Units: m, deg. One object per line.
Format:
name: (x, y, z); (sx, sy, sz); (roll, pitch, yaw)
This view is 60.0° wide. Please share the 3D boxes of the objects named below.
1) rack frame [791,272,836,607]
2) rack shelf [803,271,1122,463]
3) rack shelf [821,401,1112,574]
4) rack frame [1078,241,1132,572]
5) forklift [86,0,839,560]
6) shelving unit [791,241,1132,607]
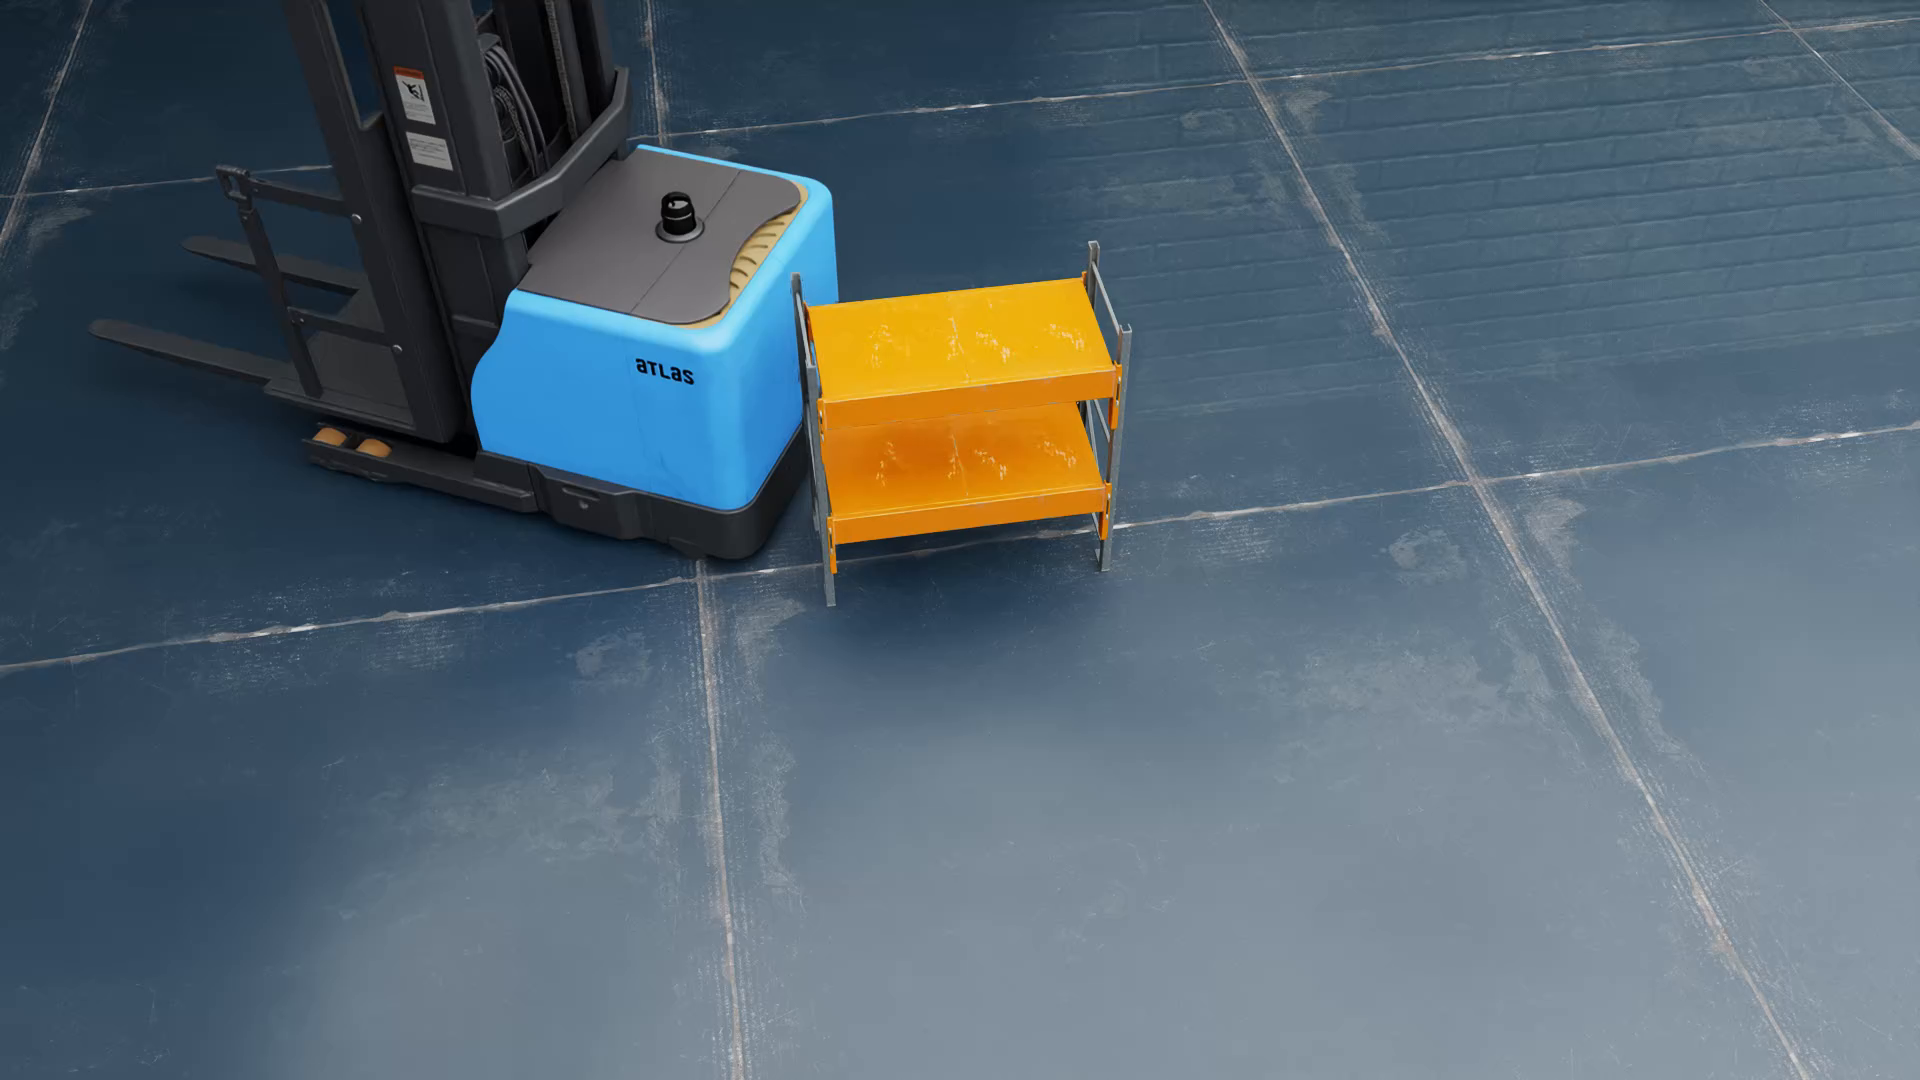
rack frame: (-0.508, -0.327, 5.784); (0.032, 1.125, 0.500); (-7, 46, -7)
rack shelf: (-0.007, -0.593, 5.633); (1.000, 0.278, 0.538); (-7, 46, -7)
rack shelf: (-0.007, -0.220, 6.020); (1.000, 0.278, 0.538); (-7, 46, -7)
rack frame: (0.494, -0.452, 5.904); (0.032, 1.125, 0.500); (-7, 46, -7)
forklift: (-2.022, -1.589, 5.746); (3.031, 2.935, 1.130); (14, 48, 13)
shelving unit: (-0.007, -0.389, 5.844); (1.048, 1.125, 0.538); (-7, 46, -7)
